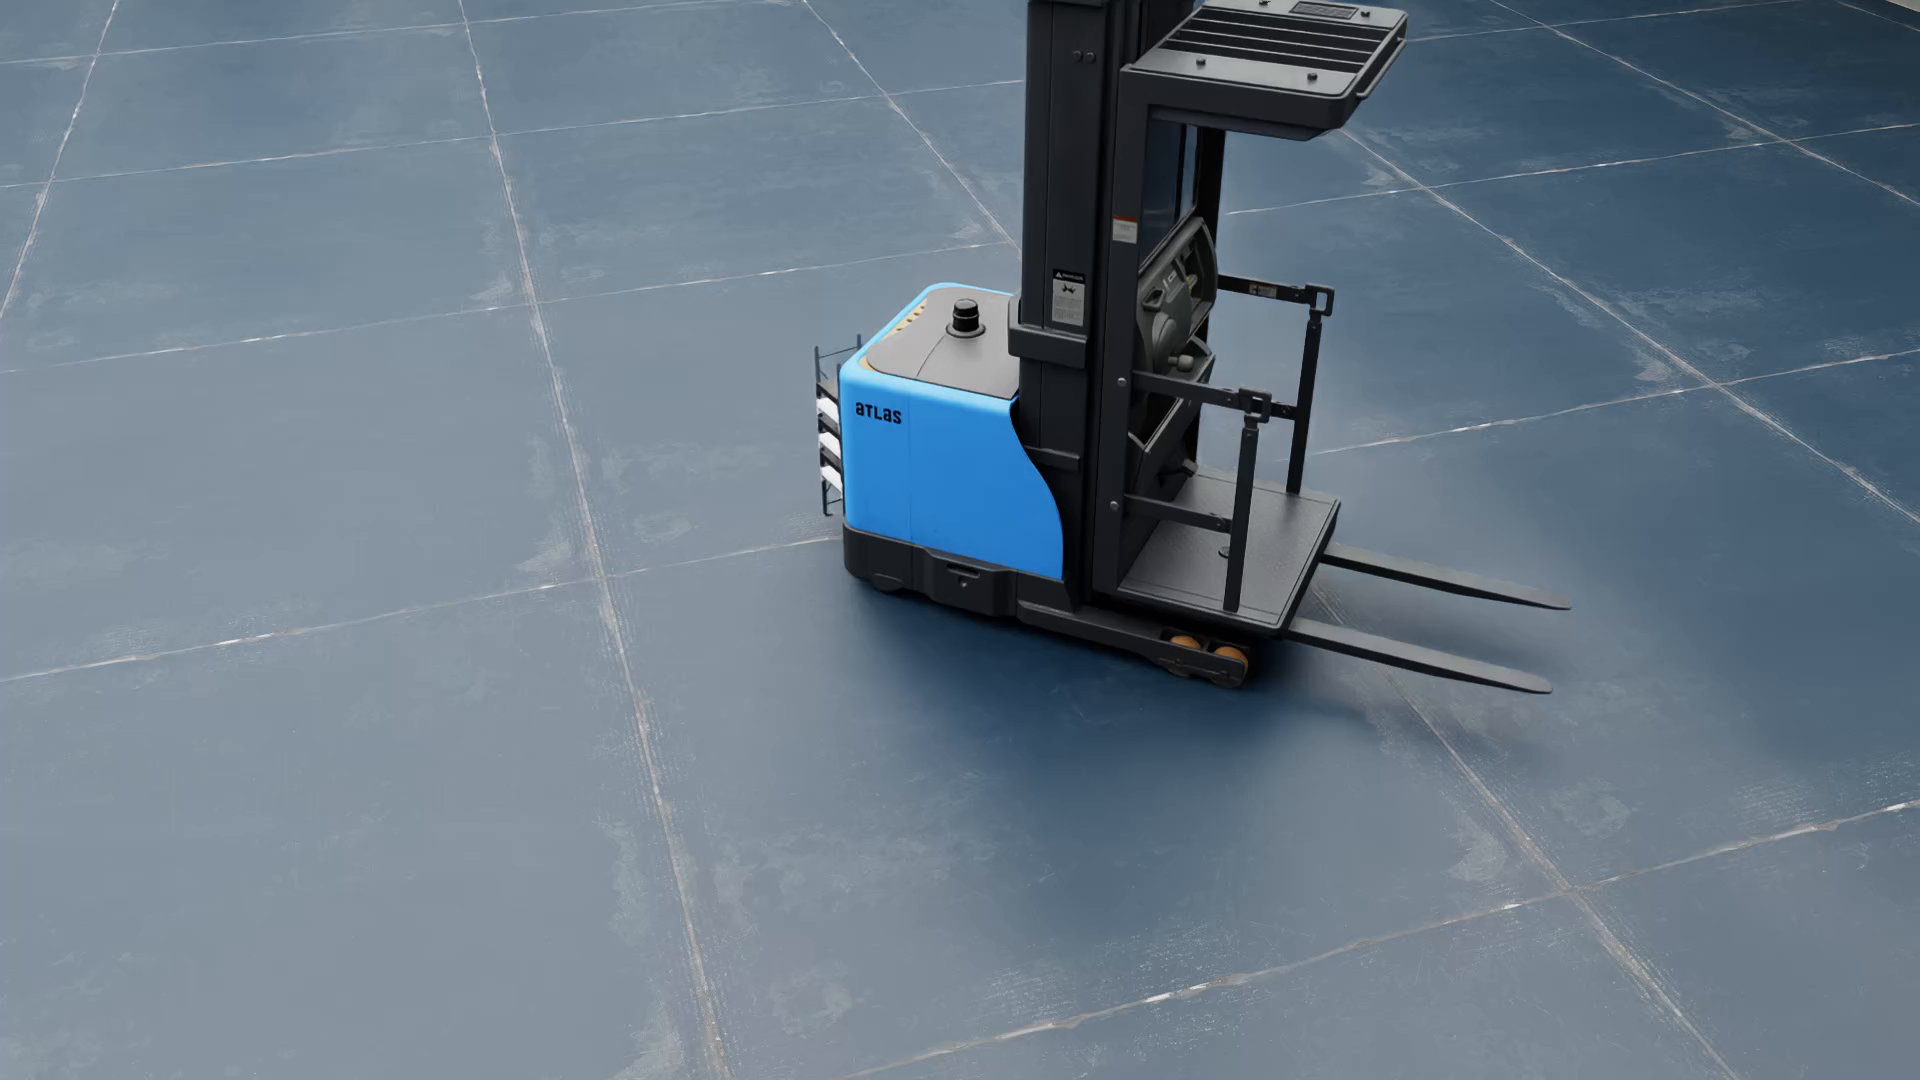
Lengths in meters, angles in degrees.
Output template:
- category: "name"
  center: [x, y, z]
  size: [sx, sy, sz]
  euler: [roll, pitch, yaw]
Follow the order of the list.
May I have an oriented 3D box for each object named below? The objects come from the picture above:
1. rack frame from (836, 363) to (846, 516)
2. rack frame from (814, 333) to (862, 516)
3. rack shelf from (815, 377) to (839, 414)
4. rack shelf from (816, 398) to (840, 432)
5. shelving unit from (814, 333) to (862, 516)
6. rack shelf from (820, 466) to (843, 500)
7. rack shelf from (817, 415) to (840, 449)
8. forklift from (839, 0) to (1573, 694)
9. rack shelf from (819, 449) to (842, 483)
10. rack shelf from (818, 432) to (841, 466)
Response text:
- category: "rack frame"
  center: [-0.439, -0.430, 7.585]
  size: [0.240, 0.900, 0.006]
  euler: [-20, 38, -27]
- category: "rack frame"
  center: [-0.550, -0.525, 7.728]
  size: [0.240, 0.900, 0.006]
  euler: [-20, 38, -27]
- category: "rack shelf"
  center: [-0.495, -0.675, 7.526]
  size: [0.258, 0.077, 0.200]
  euler: [-20, 38, -27]
- category: "rack shelf"
  center: [-0.495, -0.600, 7.575]
  size: [0.258, 0.077, 0.200]
  euler: [-20, 38, -27]
- category: "shelving unit"
  center: [-0.495, -0.478, 7.656]
  size: [0.258, 0.900, 0.210]
  euler: [-20, 38, -27]
- category: "rack shelf"
  center: [-0.494, -0.300, 7.774]
  size: [0.258, 0.077, 0.200]
  euler: [-20, 38, -27]
- category: "rack shelf"
  center: [-0.495, -0.525, 7.625]
  size: [0.258, 0.077, 0.200]
  euler: [-20, 38, -27]
- category: "forklift"
  center: [1.045, -0.951, 6.530]
  size: [3.031, 2.935, 1.130]
  euler: [14, 36, 20]
- category: "rack shelf"
  center: [-0.495, -0.375, 7.724]
  size: [0.258, 0.077, 0.200]
  euler: [-20, 38, -27]
- category: "rack shelf"
  center: [-0.495, -0.450, 7.675]
  size: [0.258, 0.077, 0.200]
  euler: [-20, 38, -27]
